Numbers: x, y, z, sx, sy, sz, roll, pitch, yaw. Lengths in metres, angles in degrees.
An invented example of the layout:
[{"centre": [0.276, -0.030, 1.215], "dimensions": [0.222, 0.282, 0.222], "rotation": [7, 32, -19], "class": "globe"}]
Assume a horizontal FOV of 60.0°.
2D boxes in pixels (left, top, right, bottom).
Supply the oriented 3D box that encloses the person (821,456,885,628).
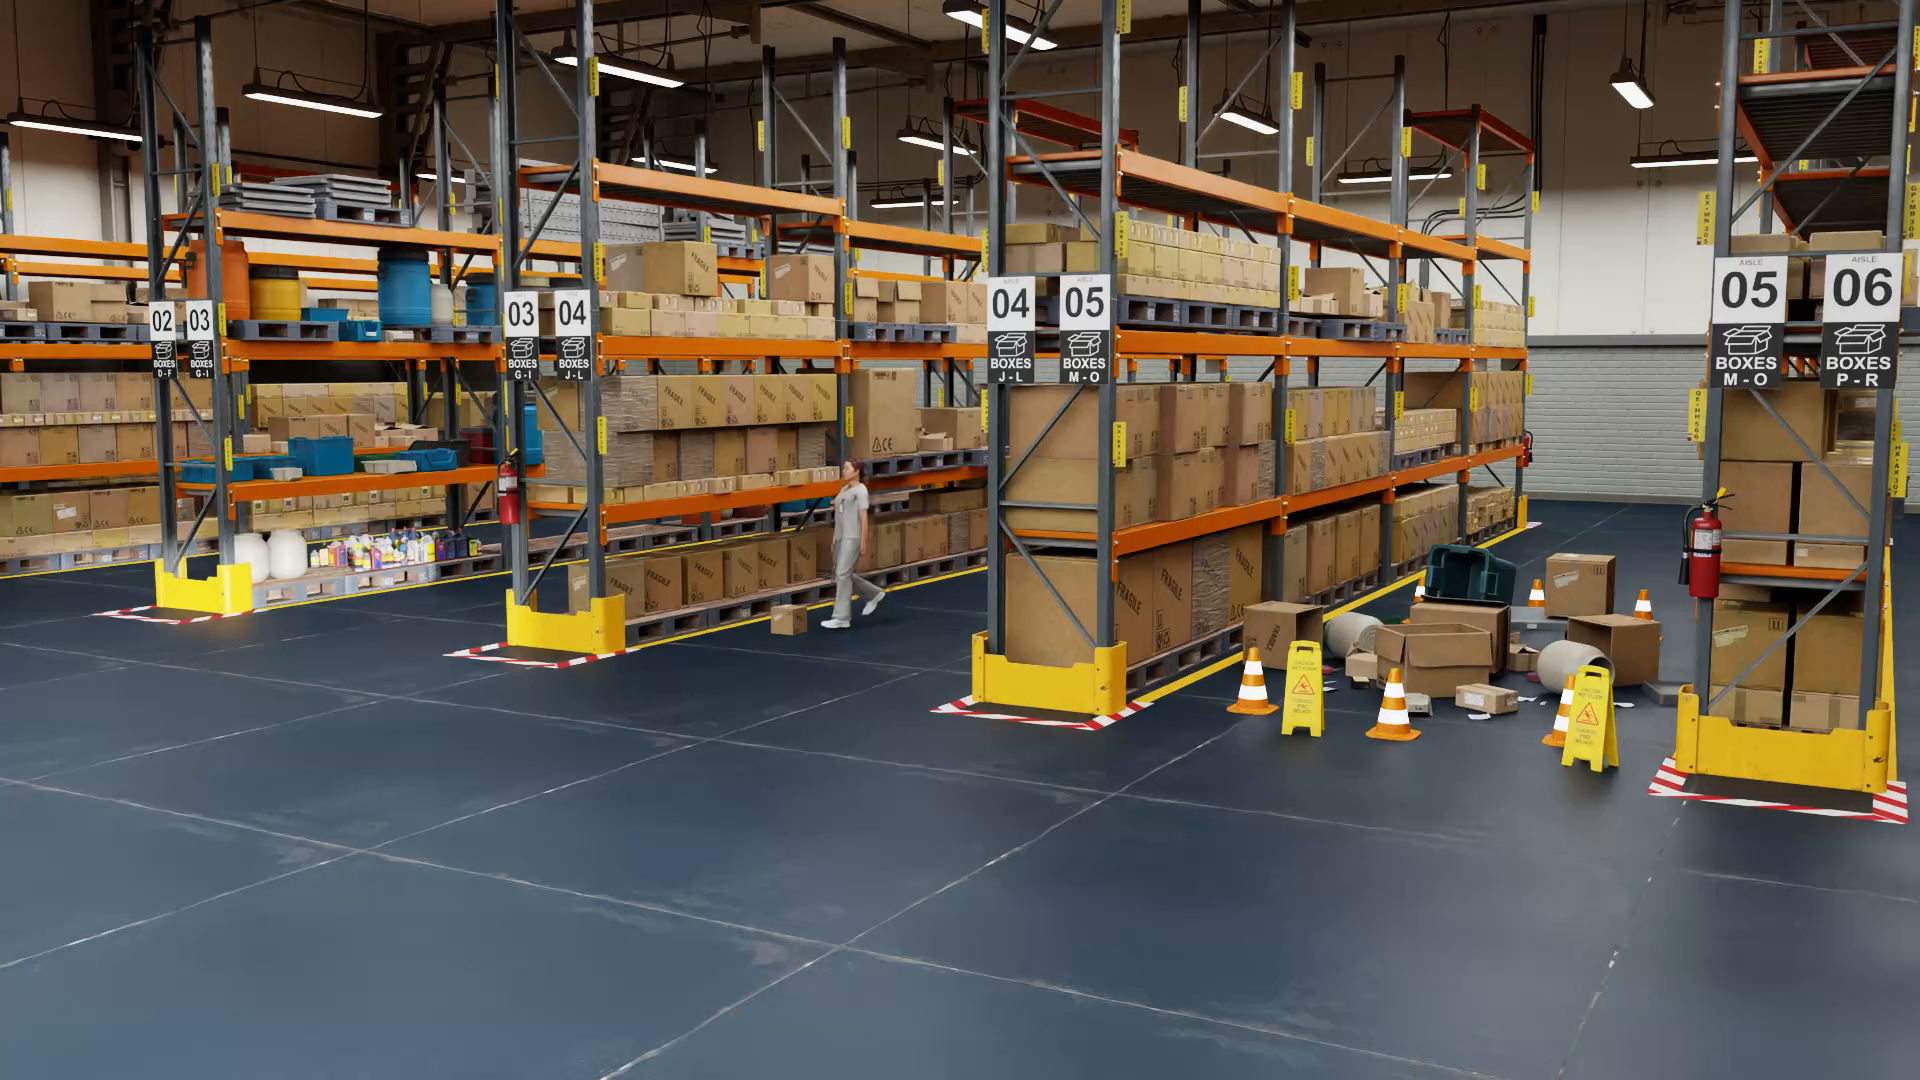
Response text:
[{"centre": [-1.055, 0.008, 16.248], "dimensions": [0.769, 1.646, 0.457], "rotation": [-3, 7, -28], "class": "person"}]
